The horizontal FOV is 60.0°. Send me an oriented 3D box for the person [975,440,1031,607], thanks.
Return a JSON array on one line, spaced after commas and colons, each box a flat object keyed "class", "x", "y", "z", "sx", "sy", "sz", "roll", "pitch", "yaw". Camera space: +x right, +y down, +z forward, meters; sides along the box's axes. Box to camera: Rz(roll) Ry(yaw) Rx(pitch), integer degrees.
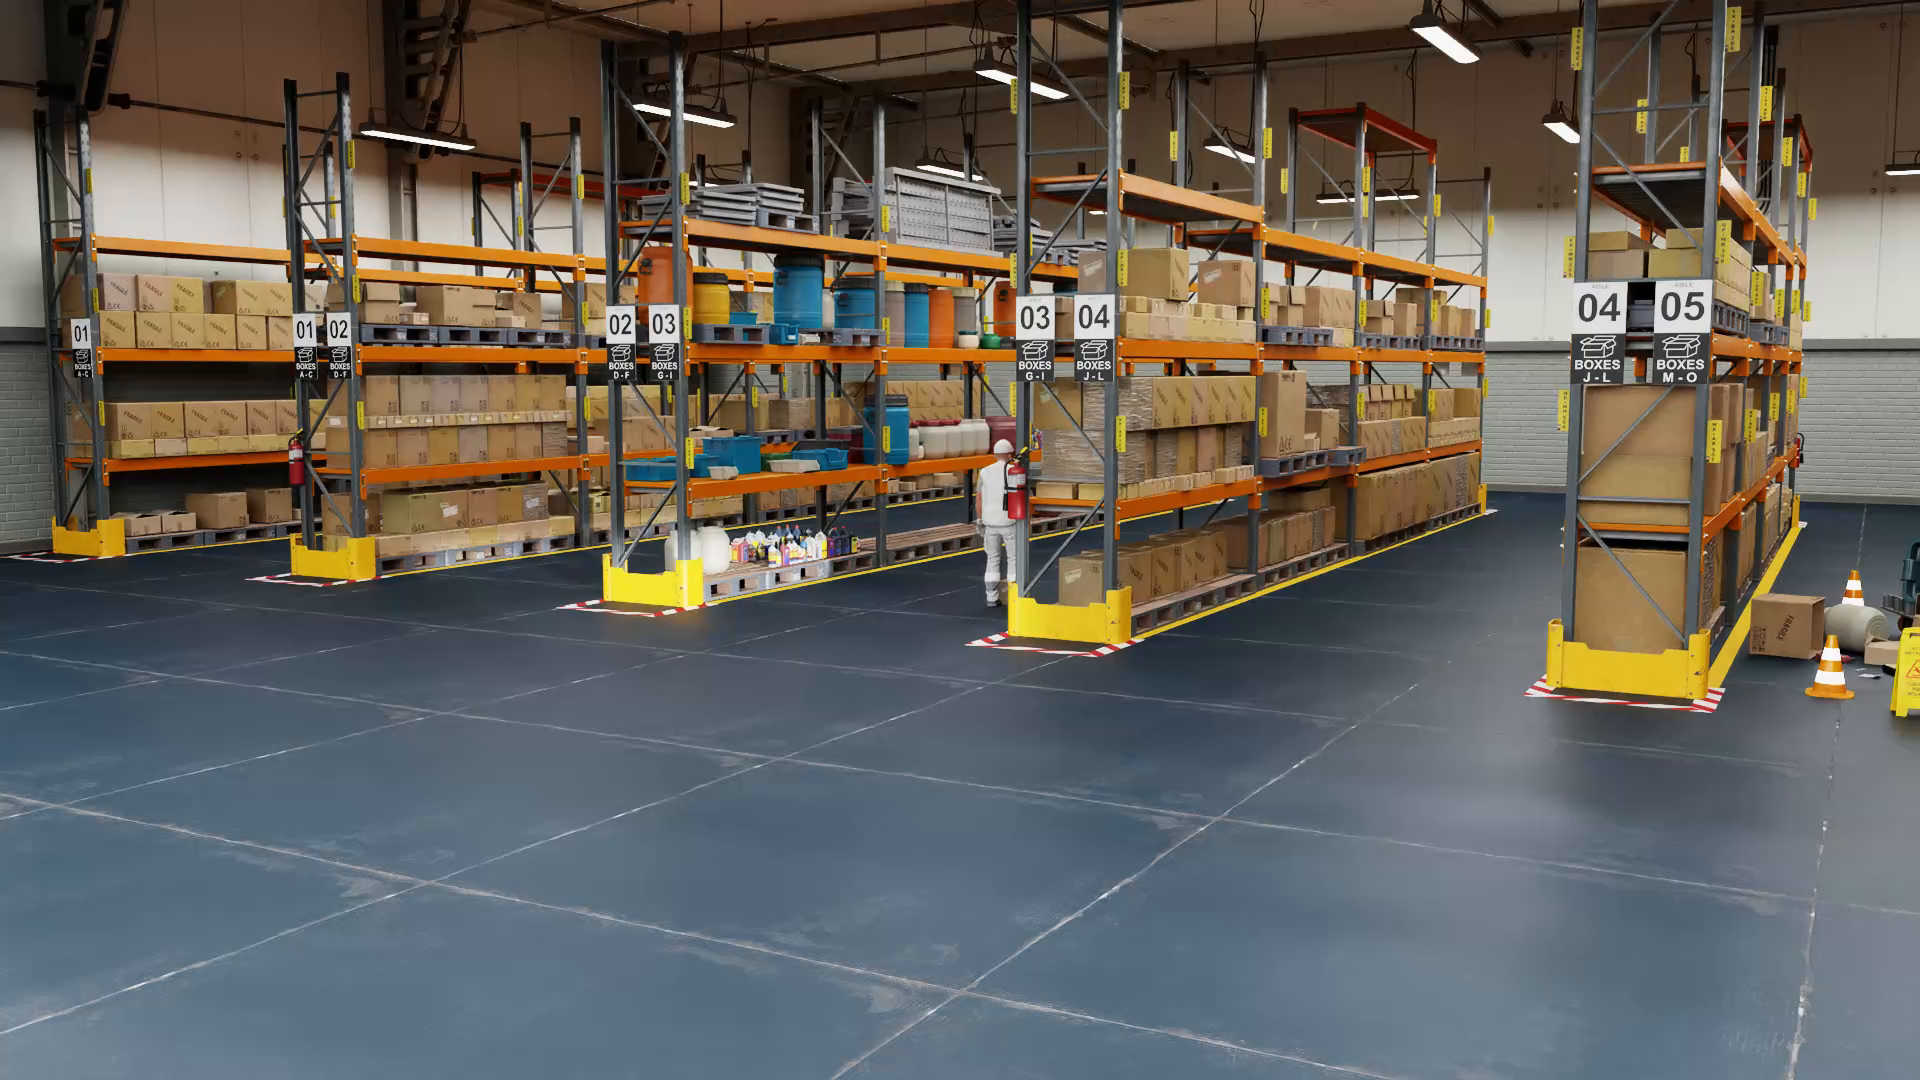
[{"class": "person", "x": 0.460, "y": -0.176, "z": 17.727, "sx": 0.607, "sy": 1.778, "sz": 0.453, "roll": 3, "pitch": 6, "yaw": 25}]
